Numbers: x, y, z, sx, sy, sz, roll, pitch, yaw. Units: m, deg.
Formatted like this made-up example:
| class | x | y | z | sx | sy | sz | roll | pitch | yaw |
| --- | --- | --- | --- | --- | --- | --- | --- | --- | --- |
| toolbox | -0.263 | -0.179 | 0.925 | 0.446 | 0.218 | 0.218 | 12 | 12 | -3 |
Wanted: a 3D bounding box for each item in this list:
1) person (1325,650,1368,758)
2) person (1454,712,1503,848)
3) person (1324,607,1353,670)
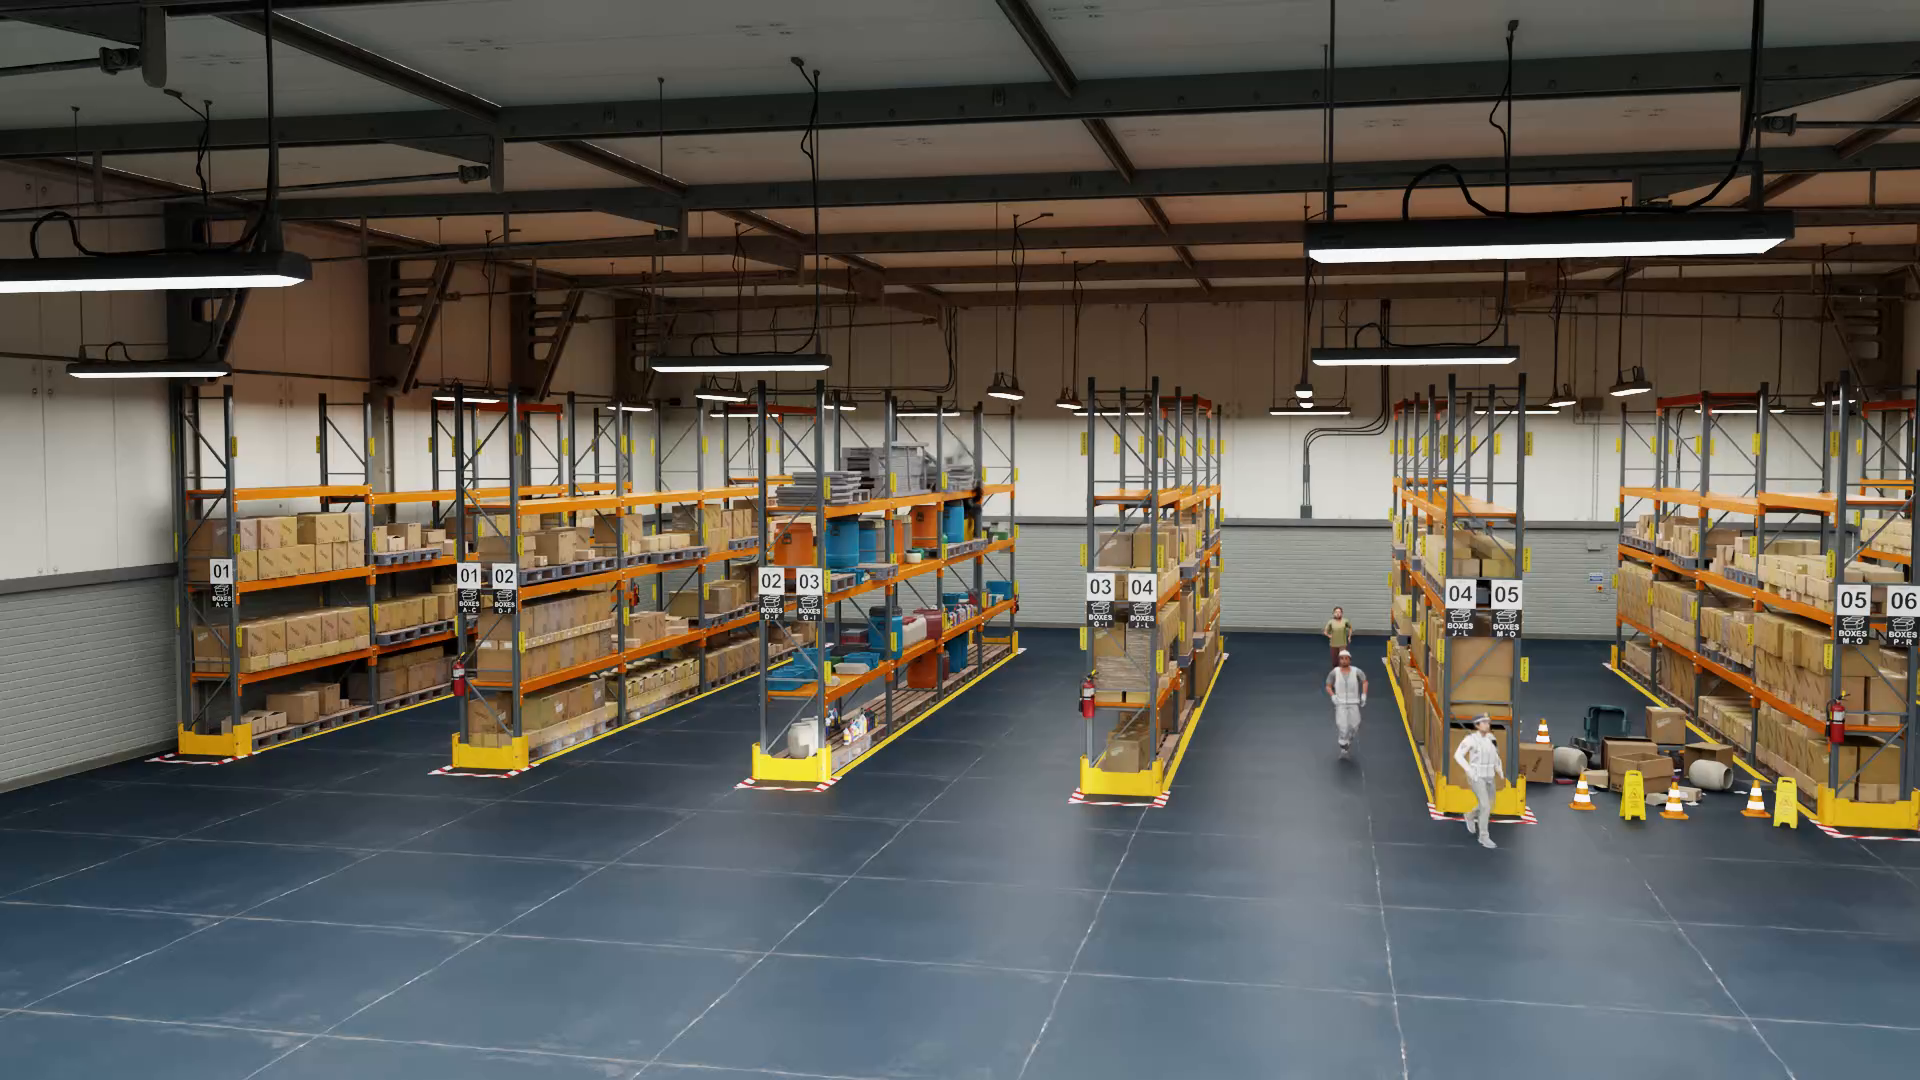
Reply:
| class | x | y | z | sx | sy | sz | roll | pitch | yaw |
| --- | --- | --- | --- | --- | --- | --- | --- | --- | --- |
| person | 6.192 | 2.640 | 26.618 | 0.669 | 1.742 | 0.519 | 1 | 3 | 11 |
| person | 6.545 | 2.994 | 21.015 | 0.640 | 1.683 | 0.673 | -1 | 3 | -23 |
| person | 7.885 | 2.227 | 34.680 | 0.590 | 1.673 | 0.963 | 1 | 3 | 13 |
